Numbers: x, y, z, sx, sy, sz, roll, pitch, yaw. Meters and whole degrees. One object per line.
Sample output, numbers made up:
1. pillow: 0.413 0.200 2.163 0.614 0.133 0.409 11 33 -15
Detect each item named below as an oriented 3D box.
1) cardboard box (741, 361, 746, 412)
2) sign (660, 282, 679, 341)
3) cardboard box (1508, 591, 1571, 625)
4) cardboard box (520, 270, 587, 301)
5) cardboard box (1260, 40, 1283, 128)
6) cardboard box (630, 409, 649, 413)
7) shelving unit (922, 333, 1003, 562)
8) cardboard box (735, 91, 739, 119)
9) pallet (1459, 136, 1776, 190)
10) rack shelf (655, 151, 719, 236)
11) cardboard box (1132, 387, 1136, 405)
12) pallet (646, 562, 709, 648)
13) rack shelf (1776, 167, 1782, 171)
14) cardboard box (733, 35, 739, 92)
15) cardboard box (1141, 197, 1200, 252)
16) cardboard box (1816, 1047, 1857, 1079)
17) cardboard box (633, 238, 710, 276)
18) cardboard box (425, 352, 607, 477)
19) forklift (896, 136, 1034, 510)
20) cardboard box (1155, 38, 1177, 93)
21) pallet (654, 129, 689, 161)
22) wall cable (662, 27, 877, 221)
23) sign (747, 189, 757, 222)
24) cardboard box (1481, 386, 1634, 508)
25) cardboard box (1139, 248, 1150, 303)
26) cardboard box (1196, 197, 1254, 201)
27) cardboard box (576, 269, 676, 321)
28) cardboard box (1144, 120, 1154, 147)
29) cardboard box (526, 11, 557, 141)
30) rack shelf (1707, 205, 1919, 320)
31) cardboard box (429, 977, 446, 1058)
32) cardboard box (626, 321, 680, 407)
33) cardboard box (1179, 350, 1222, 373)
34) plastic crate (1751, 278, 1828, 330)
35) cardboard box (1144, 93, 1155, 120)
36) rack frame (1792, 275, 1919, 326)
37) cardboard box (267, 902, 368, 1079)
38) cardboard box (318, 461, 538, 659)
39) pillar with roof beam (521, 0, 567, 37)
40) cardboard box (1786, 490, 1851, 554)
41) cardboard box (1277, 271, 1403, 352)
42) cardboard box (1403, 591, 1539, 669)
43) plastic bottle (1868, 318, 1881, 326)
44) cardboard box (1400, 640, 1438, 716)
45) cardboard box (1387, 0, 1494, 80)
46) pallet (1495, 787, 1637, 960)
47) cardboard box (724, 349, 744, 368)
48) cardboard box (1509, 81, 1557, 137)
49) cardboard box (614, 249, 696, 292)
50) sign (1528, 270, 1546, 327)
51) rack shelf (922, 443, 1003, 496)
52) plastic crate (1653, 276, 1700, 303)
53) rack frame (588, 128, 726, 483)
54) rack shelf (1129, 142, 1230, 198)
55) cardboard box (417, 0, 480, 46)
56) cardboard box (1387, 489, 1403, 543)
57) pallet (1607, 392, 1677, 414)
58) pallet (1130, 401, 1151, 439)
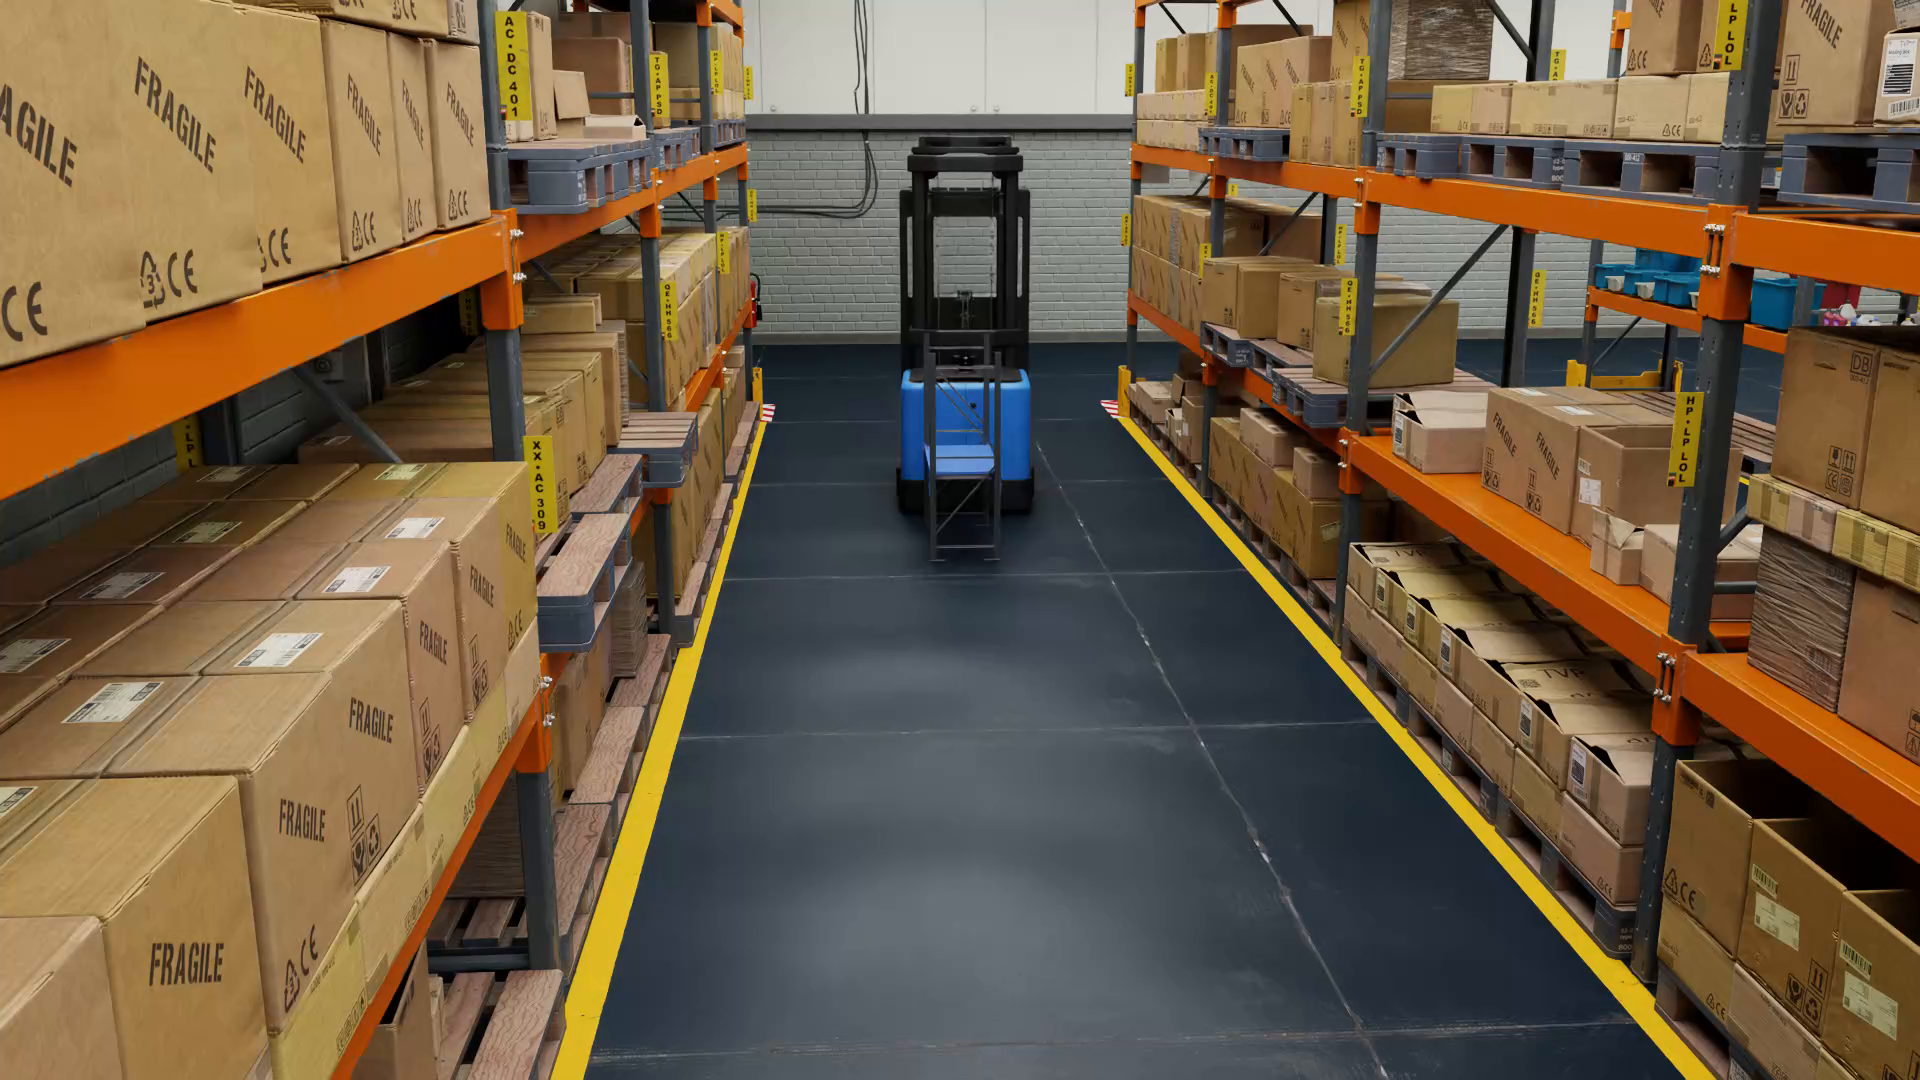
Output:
1. cardboard box: -2.527 -1.557 16.732 0.700 0.500 0.500 -1 14 -3
2. sign: -1.633 -1.280 9.318 0.100 0.325 0.005 -1 14 -3
3. cardboard box: 3.115 0.413 8.451 0.500 0.311 0.500 -1 14 -4
4. cardboard box: -2.461 -1.421 9.688 0.500 0.250 0.500 0 14 -2
5. cardboard box: 2.544 -3.280 11.991 0.600 0.600 0.600 -1 14 -4
6. cardboard box: -1.963 -0.721 9.772 0.380 0.149 0.250 -1 14 -4
7. shelving unit: 0.005 -0.705 12.257 0.538 1.500 1.048 -1 14 -3
8. cardboard box: -2.326 -4.061 15.529 0.500 0.250 0.500 -1 14 -6
9. pallet: 2.973 -1.740 7.630 1.003 0.211 1.213 0 14 -1
10. rack shelf: -2.298 -2.349 11.060 1.077 0.370 4.000 -1 14 -3
11. cardboard box: 1.973 -1.484 17.076 0.380 0.166 0.250 -1 14 -3
12. pallet: -2.148 0.406 10.525 1.003 0.211 1.213 -1 14 -3
13. rack shelf: 7.342 -3.497 15.521 1.077 0.370 4.000 -1 14 -3
14. cardboard box: -2.332 -4.429 15.455 0.500 0.500 0.500 0 14 -2
15. cardboard box: 2.079 -3.103 16.358 0.500 0.500 0.500 -1 14 -3
16. cardboard box: 2.796 1.667 4.702 0.500 0.250 0.500 -1 14 -3
17. cardboard box: -2.116 -2.068 12.201 0.500 0.250 0.500 -1 14 -2
18. cardboard box: -2.036 -0.582 7.687 0.700 0.500 0.500 -1 14 -3
19. forklift: 0.038 -1.966 14.285 1.130 2.935 3.031 0 14 0
20. cardboard box: 2.269 -4.546 15.950 0.700 0.500 0.500 -1 14 -3
21. pallet: -2.339 -2.546 10.761 1.003 0.211 1.213 0 14 -1
22. wall cable: -2.663 -5.551 22.272 3.097 2.526 0.112 -1 14 -3
23. sign: -2.127 -3.417 16.989 0.100 0.325 0.005 -1 14 -3
24. cardboard box: 2.890 -0.456 8.078 0.500 0.500 0.500 -2 15 -6
25. cardboard box: 2.076 -2.620 16.489 0.500 0.500 0.500 -1 14 -4
26. cardboard box: 2.608 -3.115 16.405 0.500 0.500 0.500 0 14 -2
27. cardboard box: -1.947 -1.437 9.748 0.500 0.250 0.500 -1 14 -2
28. cardboard box: 2.070 -3.938 16.094 0.500 0.250 0.500 -1 14 -3
29. cardboard box: -1.957 -1.901 6.831 0.500 0.500 0.500 -1 14 -5
30. rack shelf: 3.142 -0.437 3.628 1.077 0.370 4.000 -1 14 -3
31. cardboard box: -1.863 1.539 5.327 0.380 0.166 0.250 -3 15 -11
32. cardboard box: -1.949 -1.074 9.844 0.500 0.500 0.500 0 14 -2
33. cardboard box: 2.554 -1.685 17.190 0.500 0.500 0.500 -1 14 -3
34. plastic crate: 7.097 -2.027 14.297 0.392 0.384 0.575 -1 14 -3
35. cardboard box: 2.070 -4.180 16.031 0.500 0.250 0.500 -1 14 -3
36. rack frame: 7.466 -1.895 13.872 1.000 3.000 0.127 -1 14 -3
37. cardboard box: -1.464 0.923 3.179 0.500 0.250 0.500 -1 14 -4
38. cardboard box: -1.588 0.060 5.029 0.500 0.500 0.500 -1 14 -4
39. pillar with roof beam: 0.968 -4.875 13.413 9.100 9.000 0.400 -1 14 -3
40. cardboard box: 2.857 -0.060 5.238 0.380 0.149 0.250 -1 14 -3
41. cardboard box: 2.693 -1.633 11.809 0.700 0.500 0.500 -5 15 -18
42. cardboard box: 2.579 0.424 8.408 0.500 0.311 0.500 -1 14 -5
43. plastic bottle: 7.117 -1.591 12.950 0.097 0.271 0.097 0 14 0
44. cardboard box: 2.579 0.693 8.490 0.500 0.250 0.500 -1 14 -5
45. cardboard box: 2.749 -2.919 9.623 0.500 0.500 0.500 -1 14 -3
46. pallet: 2.933 1.338 6.903 1.003 0.211 1.213 -1 14 -3
47. cardboard box: -2.320 -1.779 16.291 0.380 0.149 0.250 0 14 -2
48. cardboard box: 2.929 -2.024 7.810 0.500 0.250 0.500 -1 14 -5
49. cardboard box: -2.052 -1.814 11.215 0.500 0.250 0.500 -1 14 -5
50. sign: 3.324 -1.395 9.604 0.100 0.325 0.005 -1 14 -3
51. rack shelf: 0.005 -0.531 12.302 0.538 0.185 1.000 -1 14 -3
52. plastic crate: 6.987 -2.444 16.220 0.416 0.233 0.300 -1 14 -3
53. rack frame: -2.422 -1.742 13.277 1.000 3.000 0.127 -1 14 -3
54. rack shelf: 2.398 -3.421 15.227 1.077 0.370 4.000 -1 14 -3
55. cardboard box: -1.625 -1.627 4.563 0.500 0.500 0.500 -2 15 -8
56. cardboard box: 2.989 -0.075 10.931 0.500 0.500 0.500 -1 14 -5
57. pallet: 7.231 -1.334 17.286 1.003 0.211 1.213 -1 14 -3
58. pallet: 2.329 -1.247 16.948 1.003 0.211 1.213 -1 14 -3
